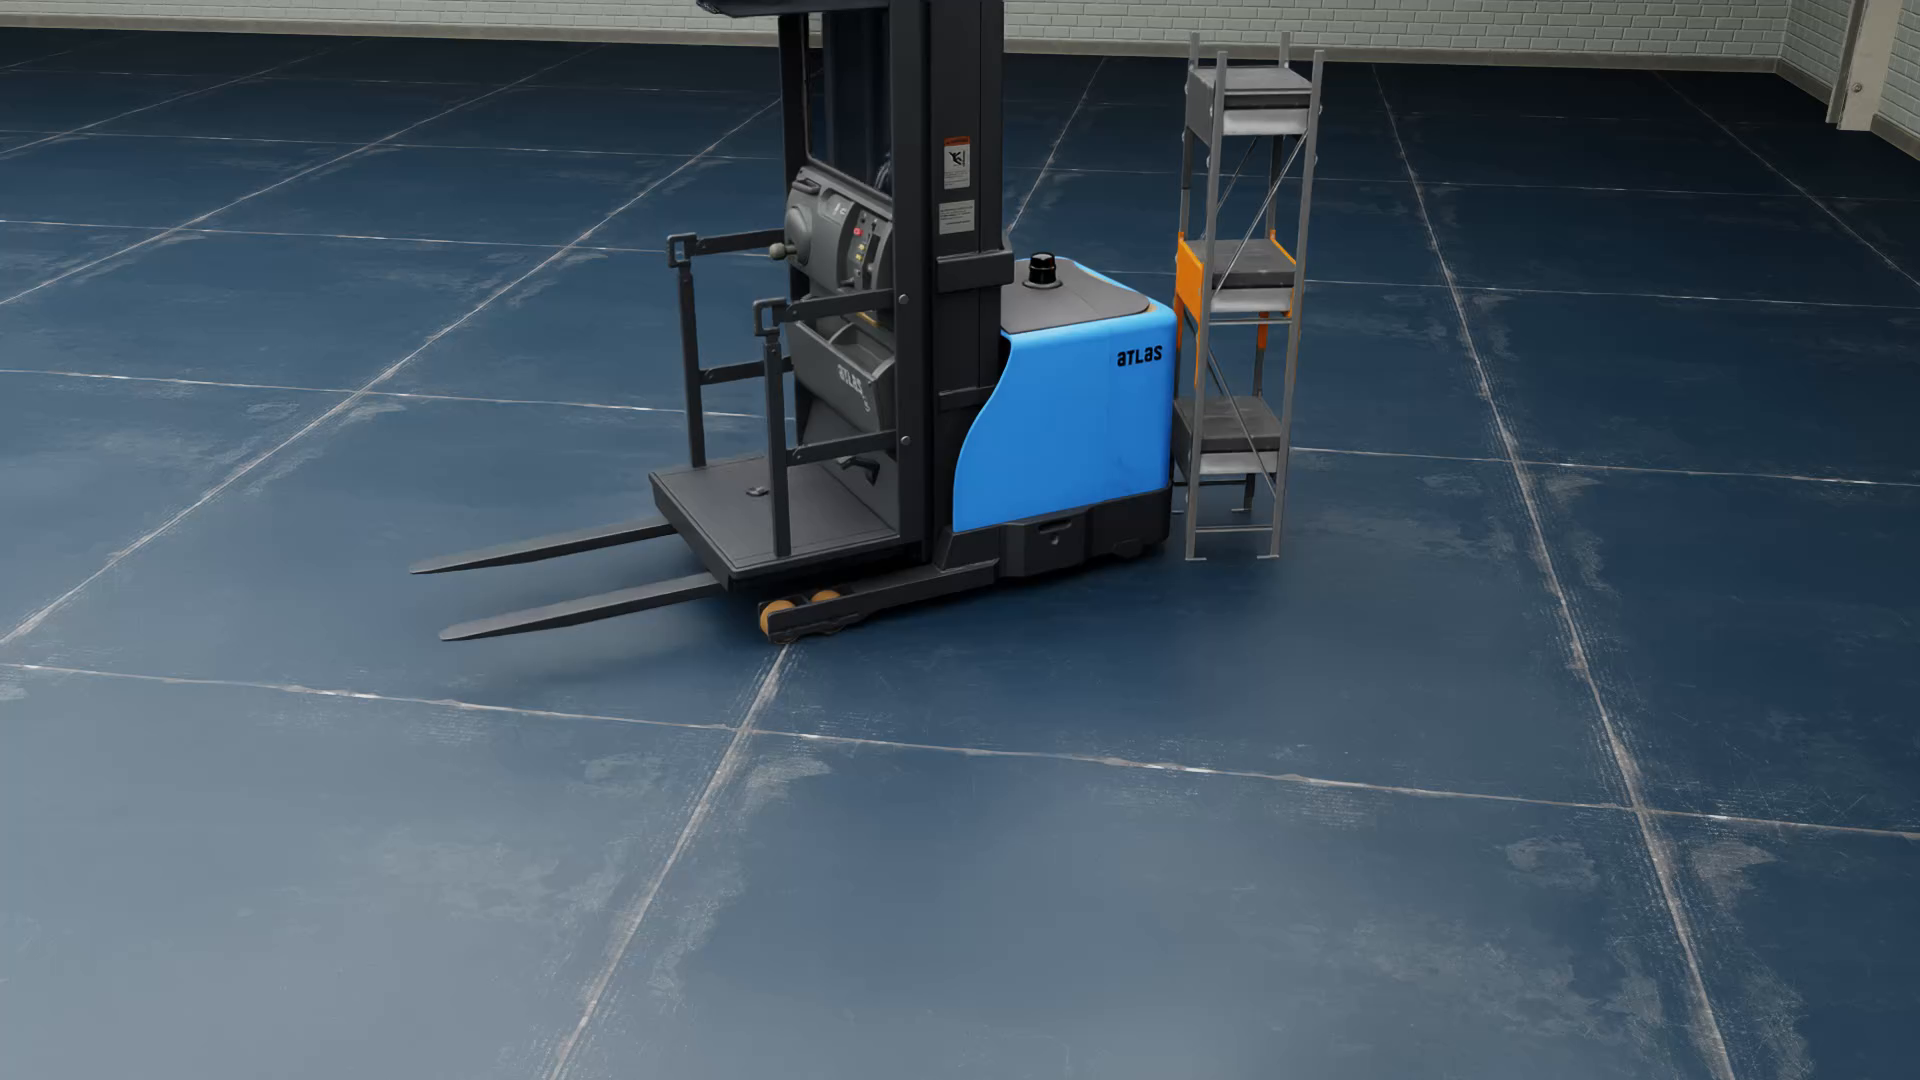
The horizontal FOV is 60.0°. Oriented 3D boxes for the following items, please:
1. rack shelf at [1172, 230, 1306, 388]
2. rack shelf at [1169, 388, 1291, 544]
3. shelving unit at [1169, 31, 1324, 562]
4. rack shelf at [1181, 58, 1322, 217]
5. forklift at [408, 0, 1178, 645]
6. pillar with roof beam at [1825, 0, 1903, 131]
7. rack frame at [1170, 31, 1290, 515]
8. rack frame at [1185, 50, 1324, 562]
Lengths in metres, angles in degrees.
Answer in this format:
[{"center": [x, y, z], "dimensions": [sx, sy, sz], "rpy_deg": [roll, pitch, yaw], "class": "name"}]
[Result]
[{"center": [1.136, -0.957, 6.850], "dimensions": [0.431, 0.518, 0.480], "rpy_deg": [-2, 25, -4], "class": "rack shelf"}, {"center": [1.136, -0.324, 7.148], "dimensions": [0.431, 0.518, 0.480], "rpy_deg": [-2, 25, -4], "class": "rack shelf"}, {"center": [1.136, -0.970, 6.844], "dimensions": [0.431, 2.100, 0.503], "rpy_deg": [-2, 25, -4], "class": "shelving unit"}, {"center": [1.136, -1.591, 6.552], "dimensions": [0.431, 0.518, 0.480], "rpy_deg": [-2, 25, -4], "class": "rack shelf"}, {"center": [-0.656, -1.181, 6.317], "dimensions": [3.031, 2.935, 1.130], "rpy_deg": [-12, 28, -24], "class": "forklift"}, {"center": [4.035, -8.229, 14.216], "dimensions": [9.100, 9.000, 0.400], "rpy_deg": [4, 25, 9], "class": "pillar with roof beam"}, {"center": [1.117, -1.073, 7.064], "dimensions": [0.400, 2.100, 0.015], "rpy_deg": [-2, 25, -4], "class": "rack frame"}, {"center": [1.156, -0.866, 6.624], "dimensions": [0.400, 2.100, 0.015], "rpy_deg": [-2, 25, -4], "class": "rack frame"}]
